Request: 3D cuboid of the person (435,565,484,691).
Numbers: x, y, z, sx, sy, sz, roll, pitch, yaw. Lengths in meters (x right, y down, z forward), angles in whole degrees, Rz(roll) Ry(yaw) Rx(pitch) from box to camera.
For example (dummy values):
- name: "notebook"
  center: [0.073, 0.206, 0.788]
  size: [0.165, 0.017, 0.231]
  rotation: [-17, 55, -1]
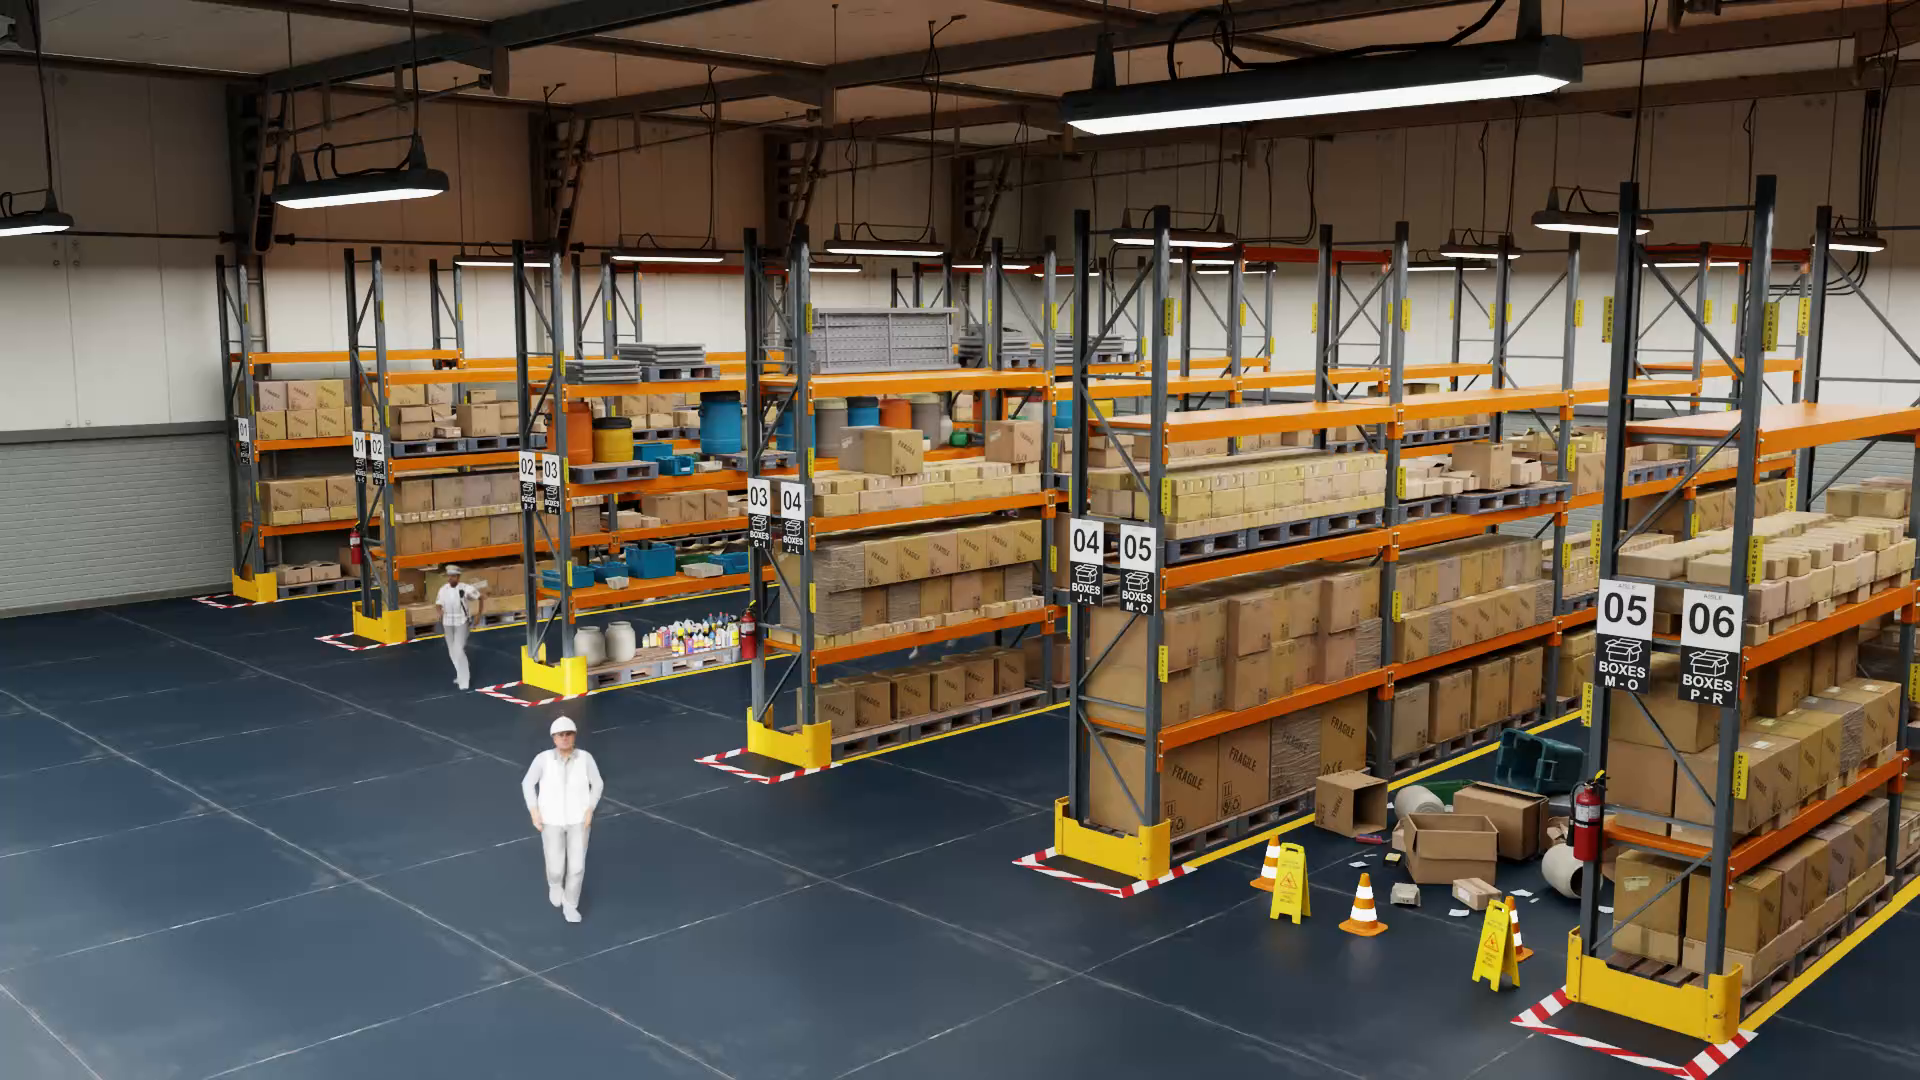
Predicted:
- name: "person"
  center: [-6.764, 1.187, 22.412]
  size: [0.591, 1.749, 0.717]
  rotation: [1, 8, 7]

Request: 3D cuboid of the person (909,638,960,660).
- name: "person"
  center: [-0.371, 0.780, 23.881]
  size: [0.693, 1.775, 0.946]
  rotation: [6, 10, 36]

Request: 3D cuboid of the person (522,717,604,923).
- name: "person"
  center: [-3.333, 2.341, 14.019]
  size: [0.669, 1.737, 0.536]
  rotation: [-2, 8, -16]
